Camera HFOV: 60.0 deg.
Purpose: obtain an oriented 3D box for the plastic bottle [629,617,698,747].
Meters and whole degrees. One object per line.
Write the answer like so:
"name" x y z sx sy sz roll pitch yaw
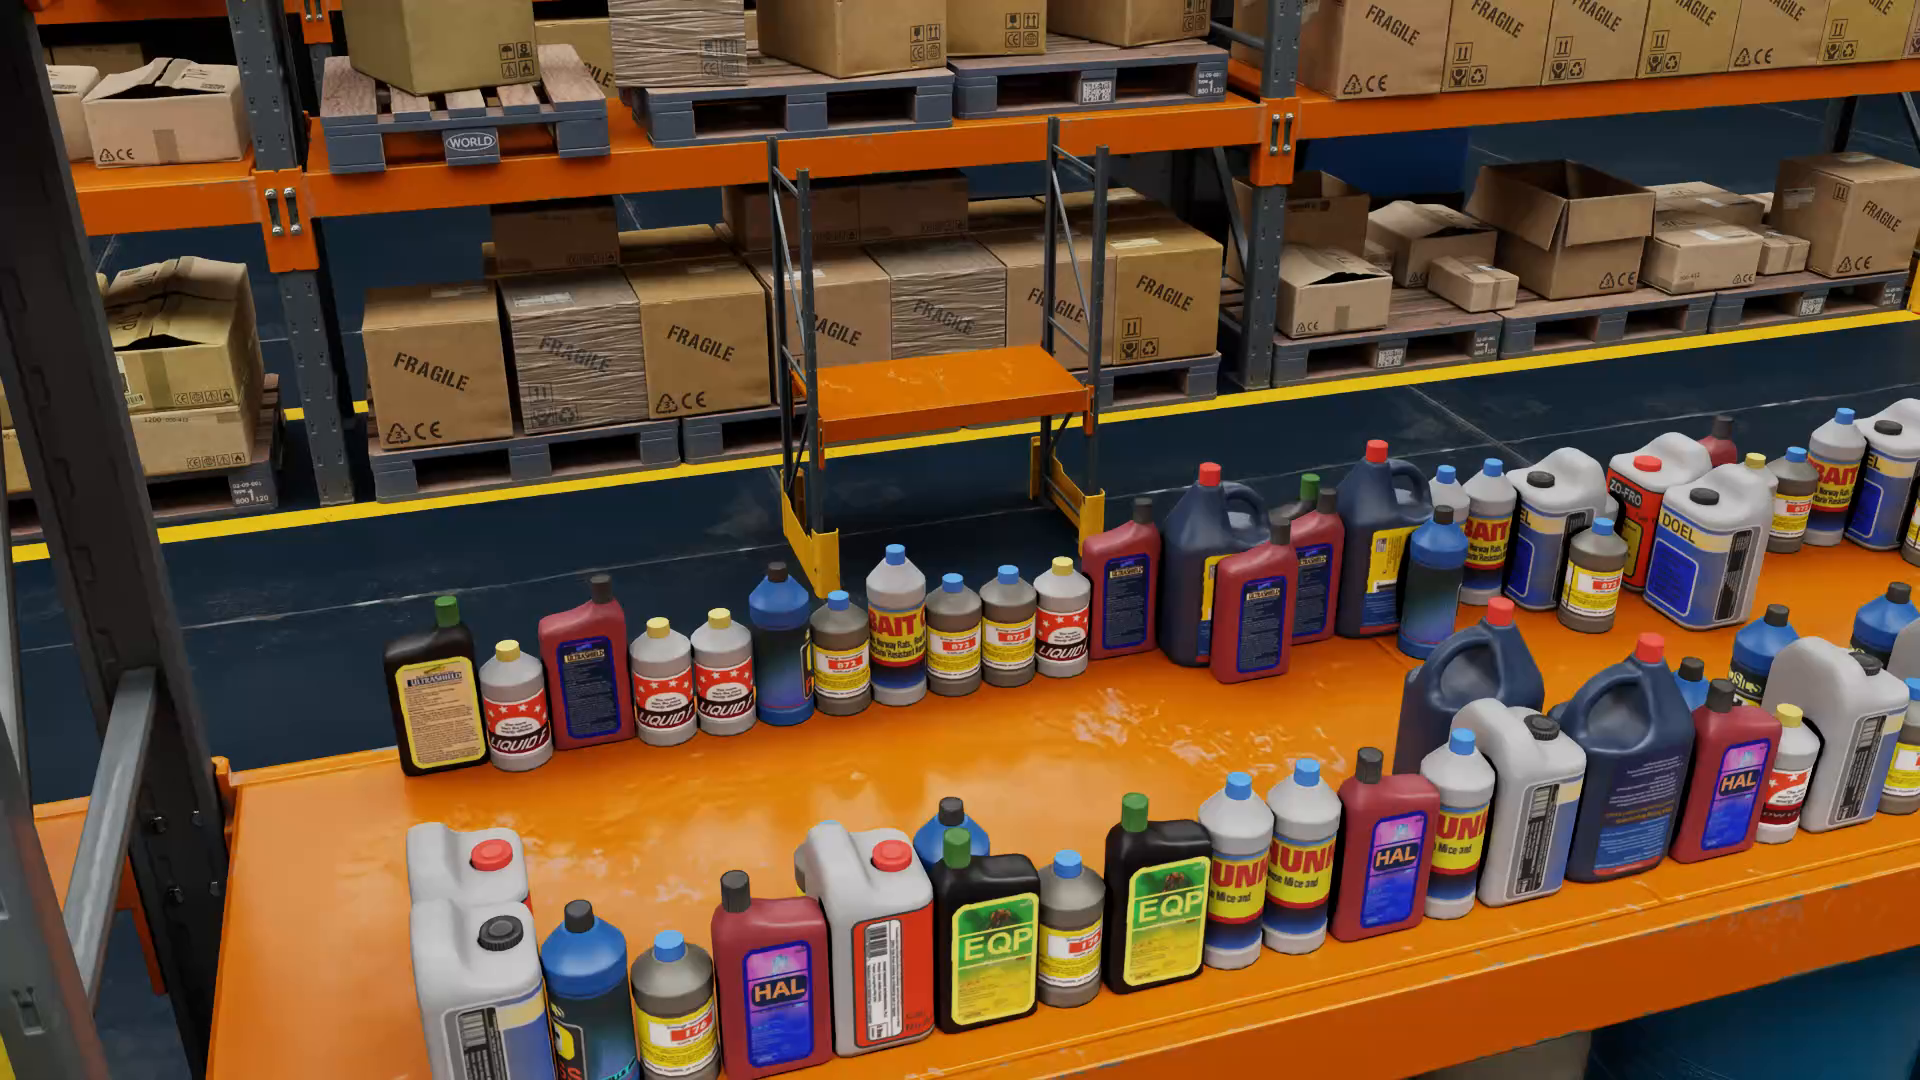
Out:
"plastic bottle" -0.475 0.220 2.657 0.097 0.201 0.097 0 26 0

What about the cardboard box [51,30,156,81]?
"cardboard box" -5.360 -3.022 10.437 0.500 0.250 0.500 -8 27 -15

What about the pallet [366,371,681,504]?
"pallet" -1.871 -0.526 7.072 1.213 0.211 1.003 -8 28 -16

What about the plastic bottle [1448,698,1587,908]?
"plastic bottle" 0.768 0.349 2.314 0.135 0.276 0.152 -8 28 -16

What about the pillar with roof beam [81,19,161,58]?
"pillar with roof beam" -4.301 -4.835 5.870 0.400 9.000 9.100 -8 28 -16

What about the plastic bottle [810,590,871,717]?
"plastic bottle" -0.197 0.180 2.738 0.097 0.201 0.097 0 26 0

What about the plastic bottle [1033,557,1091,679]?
"plastic bottle" 0.173 0.126 2.846 0.097 0.201 0.097 0 26 0

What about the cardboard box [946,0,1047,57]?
"cardboard box" 0.057 -2.379 7.085 0.500 0.500 0.700 -4 27 -8

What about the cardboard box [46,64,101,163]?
"cardboard box" -3.503 -1.607 6.213 0.500 0.311 0.500 -9 28 -17

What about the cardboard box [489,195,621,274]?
"cardboard box" -1.724 -1.339 7.046 0.500 0.250 0.500 -7 27 -14

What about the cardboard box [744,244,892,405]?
"cardboard box" -0.602 -0.923 7.052 0.500 0.500 0.500 -9 28 -18

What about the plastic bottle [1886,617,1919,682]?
"plastic bottle" 1.512 0.241 2.531 0.135 0.276 0.152 -8 28 -16

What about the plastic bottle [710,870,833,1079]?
"plastic bottle" -0.224 0.510 1.980 0.133 0.283 0.061 -8 28 -16

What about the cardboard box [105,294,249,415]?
"cardboard box" -3.014 -0.719 6.315 0.500 0.311 0.500 -8 27 -15

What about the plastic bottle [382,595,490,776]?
"plastic bottle" -0.810 0.223 2.559 0.133 0.283 0.061 -8 28 -16

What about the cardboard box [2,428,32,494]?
"cardboard box" -3.506 -0.396 6.295 0.500 0.250 0.500 -9 28 -17

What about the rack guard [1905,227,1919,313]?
"rack guard" 4.942 -1.659 9.030 0.348 0.500 1.175 -8 28 -16

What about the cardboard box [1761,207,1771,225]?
"cardboard box" 4.272 -1.771 9.135 0.250 0.166 0.380 -8 28 -16

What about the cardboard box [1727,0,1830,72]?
"cardboard box" 3.704 -2.518 7.837 0.500 0.500 0.500 -8 28 -16

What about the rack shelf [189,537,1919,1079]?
"rack shelf" 0.840 0.454 2.772 4.000 0.370 1.077 -8 28 -16

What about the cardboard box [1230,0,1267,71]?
"cardboard box" 1.607 -2.461 7.721 0.500 0.500 0.500 -8 27 -15

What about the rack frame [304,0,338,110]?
"rack frame" -4.130 -3.782 10.495 0.127 3.000 1.000 -8 28 -16

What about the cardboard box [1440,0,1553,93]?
"cardboard box" 2.266 -2.310 7.418 0.500 0.500 0.500 -8 27 -15

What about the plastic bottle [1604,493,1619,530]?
"plastic bottle" 1.184 -0.020 3.141 0.097 0.201 0.097 0 26 0

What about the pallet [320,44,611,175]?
"pallet" -1.970 -1.725 6.567 1.003 0.211 1.213 -8 28 -16

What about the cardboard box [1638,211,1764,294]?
"cardboard box" 3.661 -1.458 8.411 0.500 0.250 0.500 -8 28 -16

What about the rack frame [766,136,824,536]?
"rack frame" -0.564 -0.590 5.752 0.032 1.500 0.500 -8 28 -16

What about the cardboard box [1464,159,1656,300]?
"cardboard box" 2.996 -1.579 8.369 0.637 0.503 0.797 -8 28 -16

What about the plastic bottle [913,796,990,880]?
"plastic bottle" -0.011 0.448 2.119 0.097 0.271 0.097 0 26 0

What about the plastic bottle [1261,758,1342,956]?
"plastic bottle" 0.447 0.410 2.196 0.097 0.271 0.097 0 26 0

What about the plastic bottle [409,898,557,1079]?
"plastic bottle" -0.551 0.540 1.929 0.135 0.276 0.152 -8 28 -16

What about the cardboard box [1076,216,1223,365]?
"cardboard box" 0.830 -1.127 7.463 0.500 0.500 0.500 -8 28 -16

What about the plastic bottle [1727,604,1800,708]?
"plastic bottle" 1.235 0.225 2.569 0.097 0.271 0.097 0 26 0

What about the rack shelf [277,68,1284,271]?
"rack shelf" -0.691 -1.641 6.991 4.000 0.370 1.077 -8 28 -16

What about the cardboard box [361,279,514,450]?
"cardboard box" -2.071 -0.707 6.618 0.500 0.500 0.500 -7 27 -14

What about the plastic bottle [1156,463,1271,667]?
"plastic bottle" 0.441 0.031 2.869 0.185 0.351 0.144 -8 28 -16

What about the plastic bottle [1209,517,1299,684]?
"plastic bottle" 0.498 0.101 2.804 0.133 0.283 0.061 -8 28 -16

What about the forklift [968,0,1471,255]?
"forklift" 1.370 -3.135 9.269 3.031 2.935 1.130 -6 27 -11

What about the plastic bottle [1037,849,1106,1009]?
"plastic bottle" 0.135 0.487 2.120 0.097 0.201 0.097 0 26 0

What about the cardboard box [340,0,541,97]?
"cardboard box" -2.029 -2.055 6.432 0.500 0.500 0.700 -19 32 -33

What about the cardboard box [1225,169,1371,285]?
"cardboard box" 1.665 -1.515 8.244 0.500 0.500 0.500 -8 28 -16

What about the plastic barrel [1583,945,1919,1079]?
"plastic barrel" 1.545 0.773 3.207 0.708 0.901 0.600 -8 28 -16

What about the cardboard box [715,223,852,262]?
"cardboard box" -0.787 -1.139 7.488 0.500 0.500 0.500 -9 28 -18

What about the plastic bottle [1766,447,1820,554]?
"plastic bottle" 1.624 -0.084 3.269 0.097 0.201 0.097 0 26 0

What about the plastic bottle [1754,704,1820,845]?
"plastic bottle" 1.189 0.334 2.428 0.097 0.201 0.097 0 26 0

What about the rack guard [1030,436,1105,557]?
"rack guard" 0.401 -0.170 6.311 0.087 0.250 0.587 -8 28 -16

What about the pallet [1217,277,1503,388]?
"pallet" 1.864 -1.084 8.196 1.213 0.211 1.003 -8 28 -16

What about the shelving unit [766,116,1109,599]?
"shelving unit" -0.072 -0.661 5.895 1.083 1.500 0.587 -8 28 -16

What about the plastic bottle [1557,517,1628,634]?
"plastic bottle" 1.139 0.057 2.985 0.097 0.201 0.097 0 26 0

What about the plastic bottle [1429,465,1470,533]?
"plastic bottle" 0.871 -0.006 3.034 0.097 0.271 0.097 0 26 0

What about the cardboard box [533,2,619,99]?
"cardboard box" -2.555 -3.171 11.209 0.750 0.750 0.750 -8 28 -16

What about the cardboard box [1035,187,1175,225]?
"cardboard box" 0.675 -1.353 7.918 0.500 0.500 0.500 -10 28 -18
